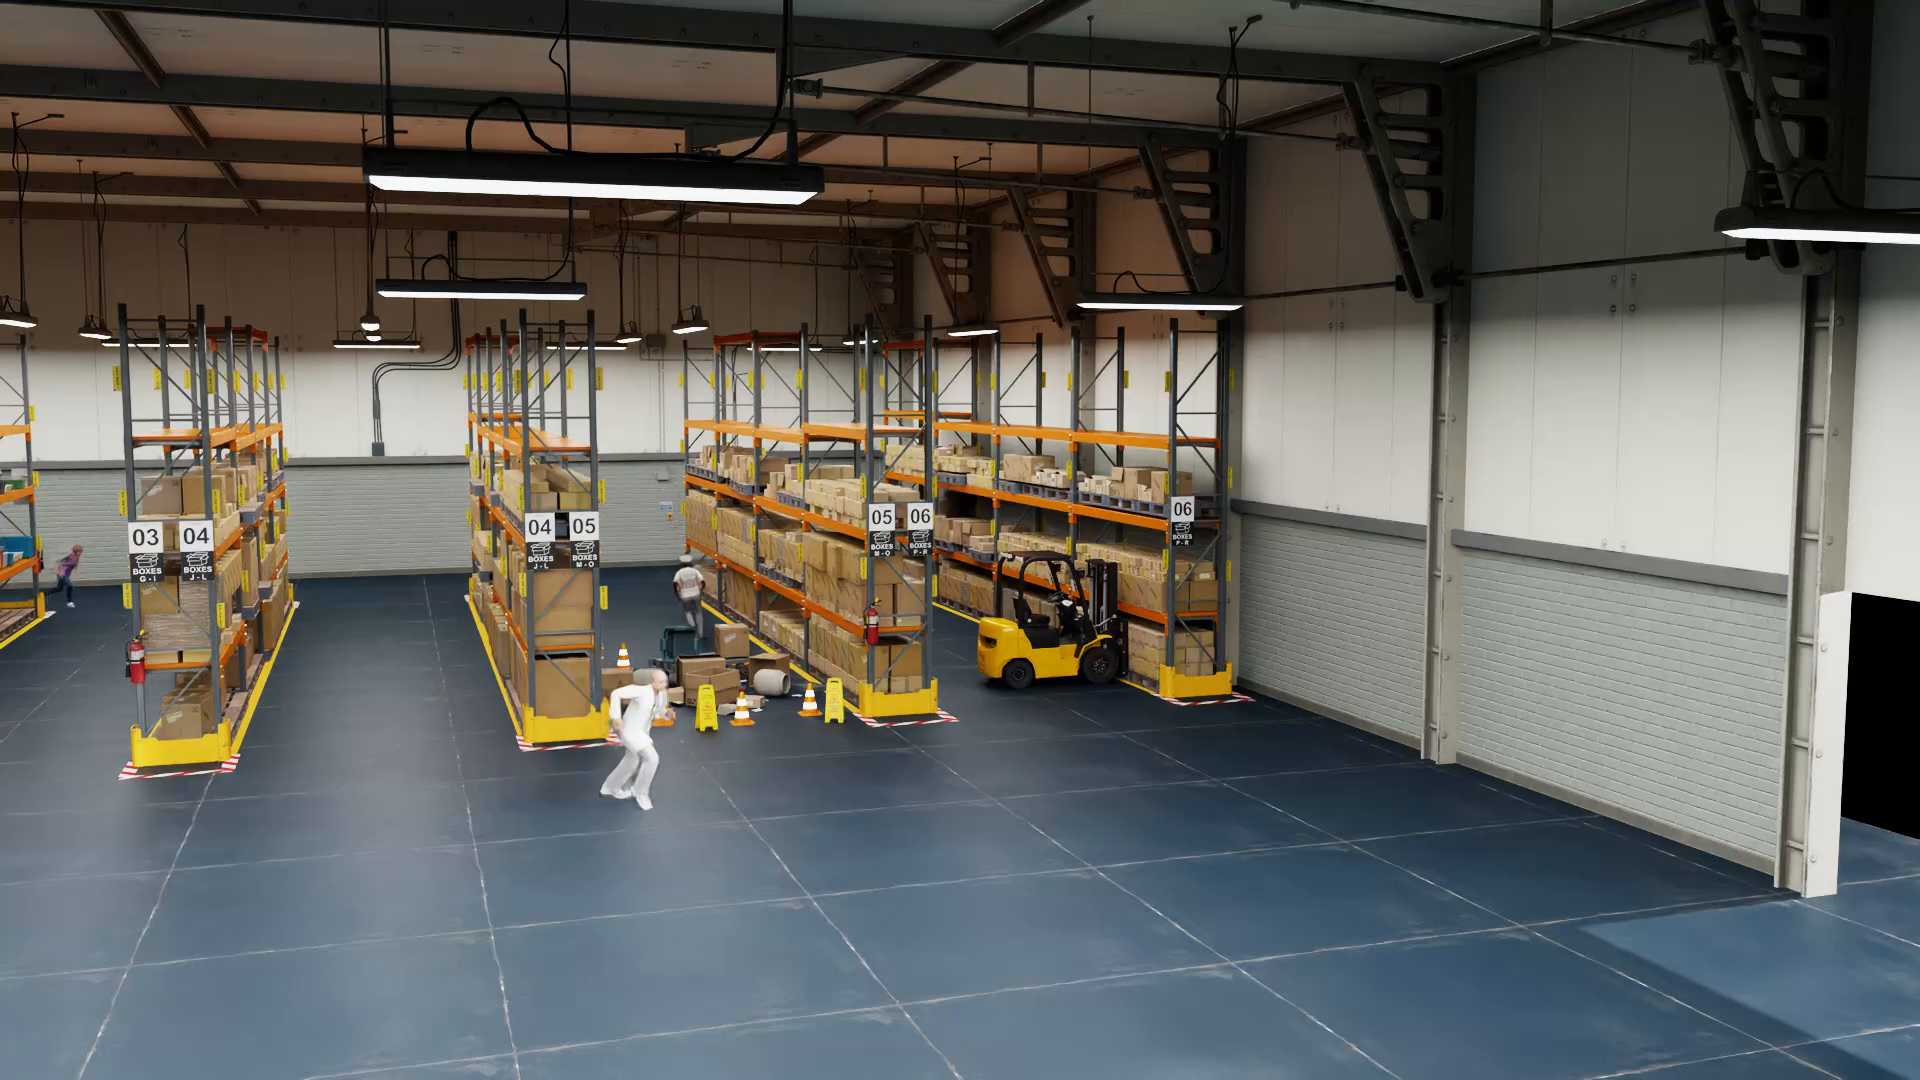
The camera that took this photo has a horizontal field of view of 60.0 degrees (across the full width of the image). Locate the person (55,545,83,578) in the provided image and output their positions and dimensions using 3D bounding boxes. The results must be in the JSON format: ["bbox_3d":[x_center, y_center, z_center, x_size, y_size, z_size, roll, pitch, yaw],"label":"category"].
[{"bbox_3d":[-19.868,0.467,37.087,0.620,0.722,0.537,1,5,8],"label":"person"}]

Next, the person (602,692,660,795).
[{"bbox_3d":[-3.890,2.357,19.635,0.851,1.364,0.377,3,6,26],"label":"person"}]

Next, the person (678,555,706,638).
[{"bbox_3d":[-5.246,1.105,32.548,0.514,1.632,0.378,-1,6,-13],"label":"person"}]
